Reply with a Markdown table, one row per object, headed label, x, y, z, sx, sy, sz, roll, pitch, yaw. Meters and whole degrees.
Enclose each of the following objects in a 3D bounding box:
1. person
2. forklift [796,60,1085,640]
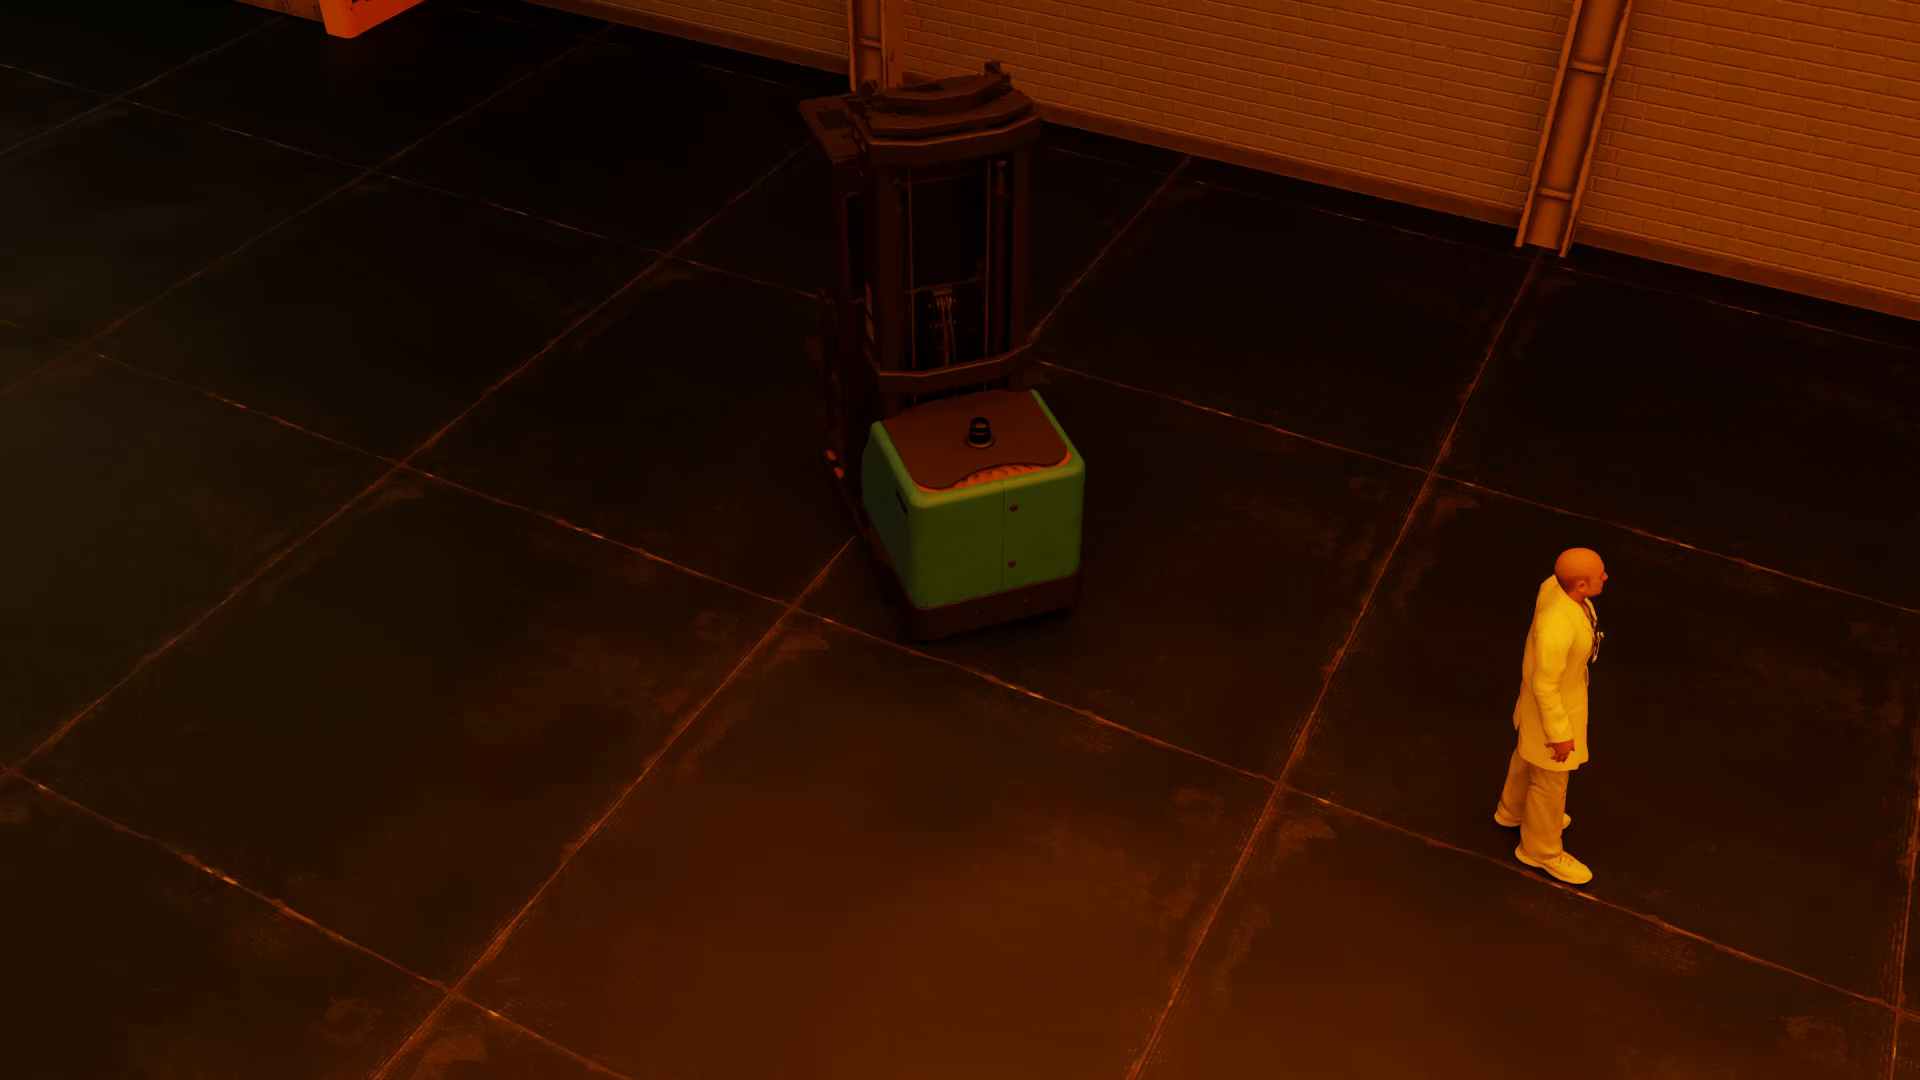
| label | x | y | z | sx | sy | sz | roll | pitch | yaw |
| --- | --- | --- | --- | --- | --- | --- | --- | --- | --- |
| person | 2.925 | 0.789 | 7.934 | 0.580 | 1.777 | 0.698 | 11 | 41 | 13 |
| forklift | -0.262 | -1.507 | 9.776 | 1.130 | 2.935 | 3.031 | -13 | 42 | -15 |
